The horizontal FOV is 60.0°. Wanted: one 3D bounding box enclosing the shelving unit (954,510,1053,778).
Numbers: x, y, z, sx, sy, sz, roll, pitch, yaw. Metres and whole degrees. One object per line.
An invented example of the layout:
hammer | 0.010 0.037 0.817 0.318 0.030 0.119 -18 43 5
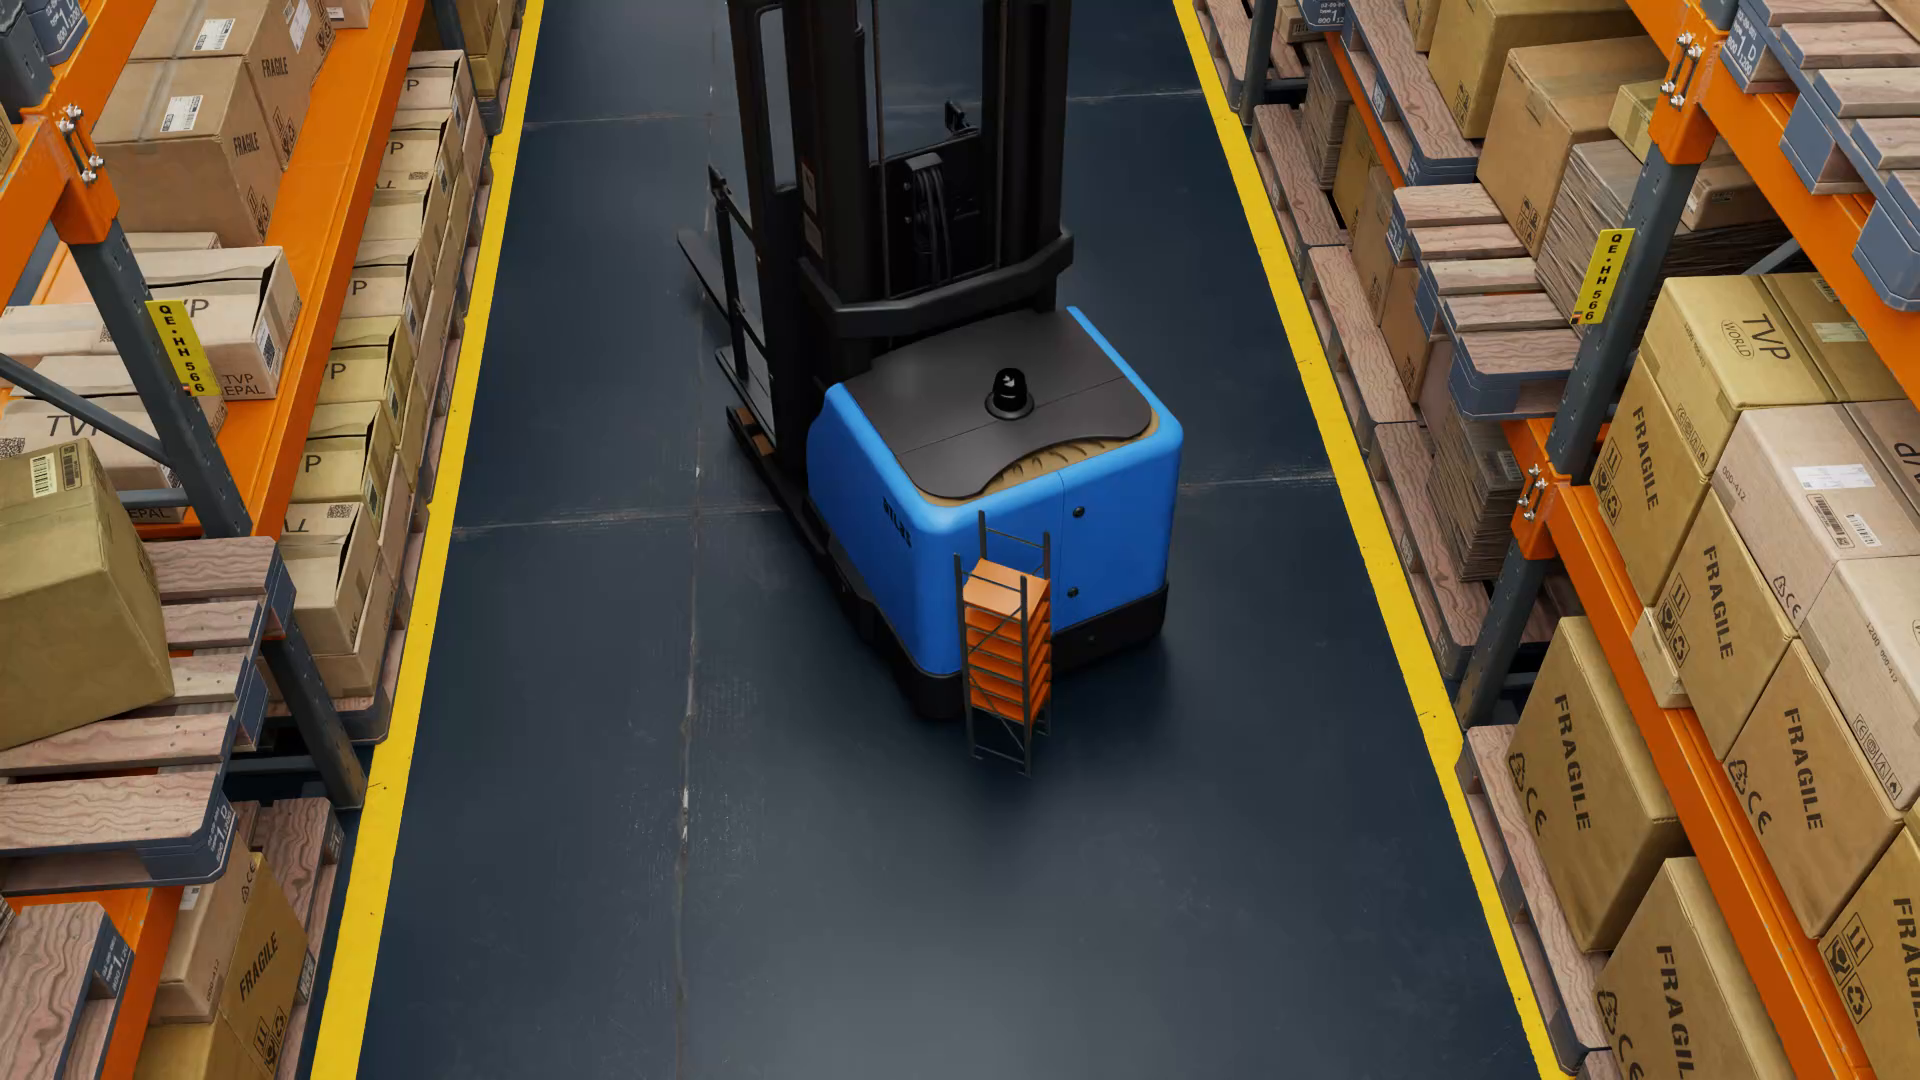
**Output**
shelving unit | 0.155 0.378 5.556 0.258 1.200 0.189 18 55 17

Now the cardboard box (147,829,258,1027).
cardboard box | -2.284 1.057 4.585 0.500 0.250 0.500 -2 47 -2

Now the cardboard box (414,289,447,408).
cardboard box | -2.492 -0.802 7.048 0.500 0.250 0.500 -3 47 -2

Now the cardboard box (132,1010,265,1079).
cardboard box | -2.250 1.649 4.541 0.500 0.500 0.500 -5 47 -5

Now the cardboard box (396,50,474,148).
cardboard box | -2.621 -2.106 7.897 0.500 0.311 0.500 -3 47 -3

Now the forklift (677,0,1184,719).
forklift | -0.340 -1.433 6.089 1.130 2.935 3.031 -20 50 -18

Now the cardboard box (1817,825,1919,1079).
cardboard box | 2.243 0.938 3.508 0.500 0.500 0.500 -2 47 -2

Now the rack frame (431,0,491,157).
rack frame | -2.940 -2.990 7.516 1.000 3.000 0.127 -3 47 -3

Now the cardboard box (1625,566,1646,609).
cardboard box | 2.140 0.115 4.735 0.380 0.149 0.250 -3 47 -3

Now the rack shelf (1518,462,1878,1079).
rack shelf | 2.498 1.295 3.954 1.077 0.370 4.000 -3 47 -3

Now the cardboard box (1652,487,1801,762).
cardboard box | 2.151 0.203 4.204 0.500 0.500 0.500 -2 47 -2

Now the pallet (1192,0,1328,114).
pallet | 1.904 -2.819 9.274 1.003 0.211 1.213 -3 47 -3

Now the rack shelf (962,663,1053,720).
rack shelf | 0.163 0.478 5.686 0.258 0.103 0.180 18 55 17

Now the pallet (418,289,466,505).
pallet | -2.734 -0.616 7.188 1.003 0.211 1.213 -3 47 -3

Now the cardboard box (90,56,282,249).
cardboard box | -2.762 -1.343 5.888 0.500 0.500 0.500 -6 47 -5

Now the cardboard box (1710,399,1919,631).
cardboard box | 2.158 -0.068 3.945 0.500 0.250 0.500 -4 47 -4

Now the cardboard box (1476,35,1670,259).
cardboard box | 2.208 -1.328 5.570 0.700 0.500 0.500 -7 47 -7

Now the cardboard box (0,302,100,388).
cardboard box | -2.956 -0.644 5.467 0.380 0.149 0.250 -3 47 -3

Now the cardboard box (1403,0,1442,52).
cardboard box | 2.130 -2.230 6.424 0.700 0.500 0.500 2 47 2

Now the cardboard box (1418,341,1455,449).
cardboard box | 2.291 -0.589 6.661 0.700 0.500 0.500 -4 47 -3

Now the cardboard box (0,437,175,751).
cardboard box | -2.440 0.174 4.161 0.700 0.500 0.500 -18 49 -16

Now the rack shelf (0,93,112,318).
rack shelf | -2.438 0.567 2.577 1.077 0.370 4.000 -3 47 -3

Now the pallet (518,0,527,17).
pallet | -3.070 -3.494 9.914 1.003 0.211 1.213 -3 47 -3

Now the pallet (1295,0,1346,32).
pallet | 1.915 -2.666 7.341 1.003 0.211 1.213 -3 47 -3

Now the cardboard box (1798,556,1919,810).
cardboard box | 2.203 0.293 3.602 0.500 0.250 0.500 -3 47 -3

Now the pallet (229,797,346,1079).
pallet | -2.581 1.405 5.274 1.003 0.211 1.213 -3 47 -3

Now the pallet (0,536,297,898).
pallet | -2.479 0.456 4.384 1.213 0.211 1.003 -3 47 -3

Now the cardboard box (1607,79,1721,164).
cardboard box | 2.230 -1.288 5.085 0.380 0.149 0.250 -11 47 -10

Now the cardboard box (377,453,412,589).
cardboard box | -2.399 -0.055 6.341 0.500 0.250 0.500 -5 47 -4

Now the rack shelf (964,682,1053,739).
rack shelf | 0.168 0.552 5.780 0.258 0.103 0.180 18 55 17

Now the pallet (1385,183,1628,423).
pallet | 2.165 -0.843 5.615 1.213 0.211 1.003 -3 47 -3

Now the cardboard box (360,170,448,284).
cardboard box | -2.531 -1.369 7.199 0.500 0.311 0.500 -4 47 -3

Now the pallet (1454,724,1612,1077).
pallet | 2.322 1.134 5.531 1.003 0.211 1.213 -3 47 -3

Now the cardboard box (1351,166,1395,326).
cardboard box | 2.170 -1.312 7.345 0.700 0.500 0.500 -3 47 -3

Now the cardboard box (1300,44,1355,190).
cardboard box | 2.074 -2.054 8.048 0.700 0.500 0.500 -2 47 -2

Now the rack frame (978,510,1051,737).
rack frame | 0.193 0.311 5.606 0.240 1.200 0.006 18 55 17

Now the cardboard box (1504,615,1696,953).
cardboard box | 2.261 0.735 5.179 0.750 0.750 0.750 -4 47 -4

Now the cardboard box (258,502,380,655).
cardboard box | -2.357 0.115 5.793 0.500 0.311 0.500 -2 47 -2

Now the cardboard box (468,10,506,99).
cardboard box | -2.677 -2.543 8.697 0.500 0.250 0.500 -3 47 -3

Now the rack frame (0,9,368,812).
rack frame | -2.605 -0.096 4.775 1.000 3.000 0.127 -3 47 -3

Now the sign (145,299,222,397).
sign | -2.065 -0.507 4.421 0.100 0.325 0.005 -3 47 -3

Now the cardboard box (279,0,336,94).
cardboard box | -2.848 -2.087 6.591 0.500 0.500 0.500 0 47 0

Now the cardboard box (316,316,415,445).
cardboard box | -2.449 -0.633 6.502 0.500 0.311 0.500 -5 47 -4

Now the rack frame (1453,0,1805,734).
rack frame | 2.331 -0.400 5.063 1.000 3.000 0.127 -3 47 -3

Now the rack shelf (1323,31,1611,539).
rack shelf | 2.163 -1.600 6.694 1.077 0.370 4.000 -3 47 -3

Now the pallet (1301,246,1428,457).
pallet | 2.168 -0.887 7.445 1.003 0.211 1.213 -3 47 -3

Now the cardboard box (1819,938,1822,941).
cardboard box | 2.263 0.861 4.028 0.380 0.149 0.250 -3 47 -3

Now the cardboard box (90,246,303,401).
cardboard box | -2.487 -0.724 5.431 0.500 0.311 0.500 -4 47 -4

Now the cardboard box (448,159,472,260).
cardboard box | -2.576 -1.541 7.748 0.500 0.250 0.500 -4 47 -4

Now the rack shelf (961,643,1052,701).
rack shelf | 0.157 0.405 5.591 0.258 0.103 0.180 18 55 17

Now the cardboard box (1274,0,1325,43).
cardboard box | 1.921 -2.856 9.037 0.380 0.166 0.250 -9 47 -8

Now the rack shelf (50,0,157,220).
rack shelf | -2.773 -2.327 5.318 1.077 0.370 4.000 -3 47 -3
